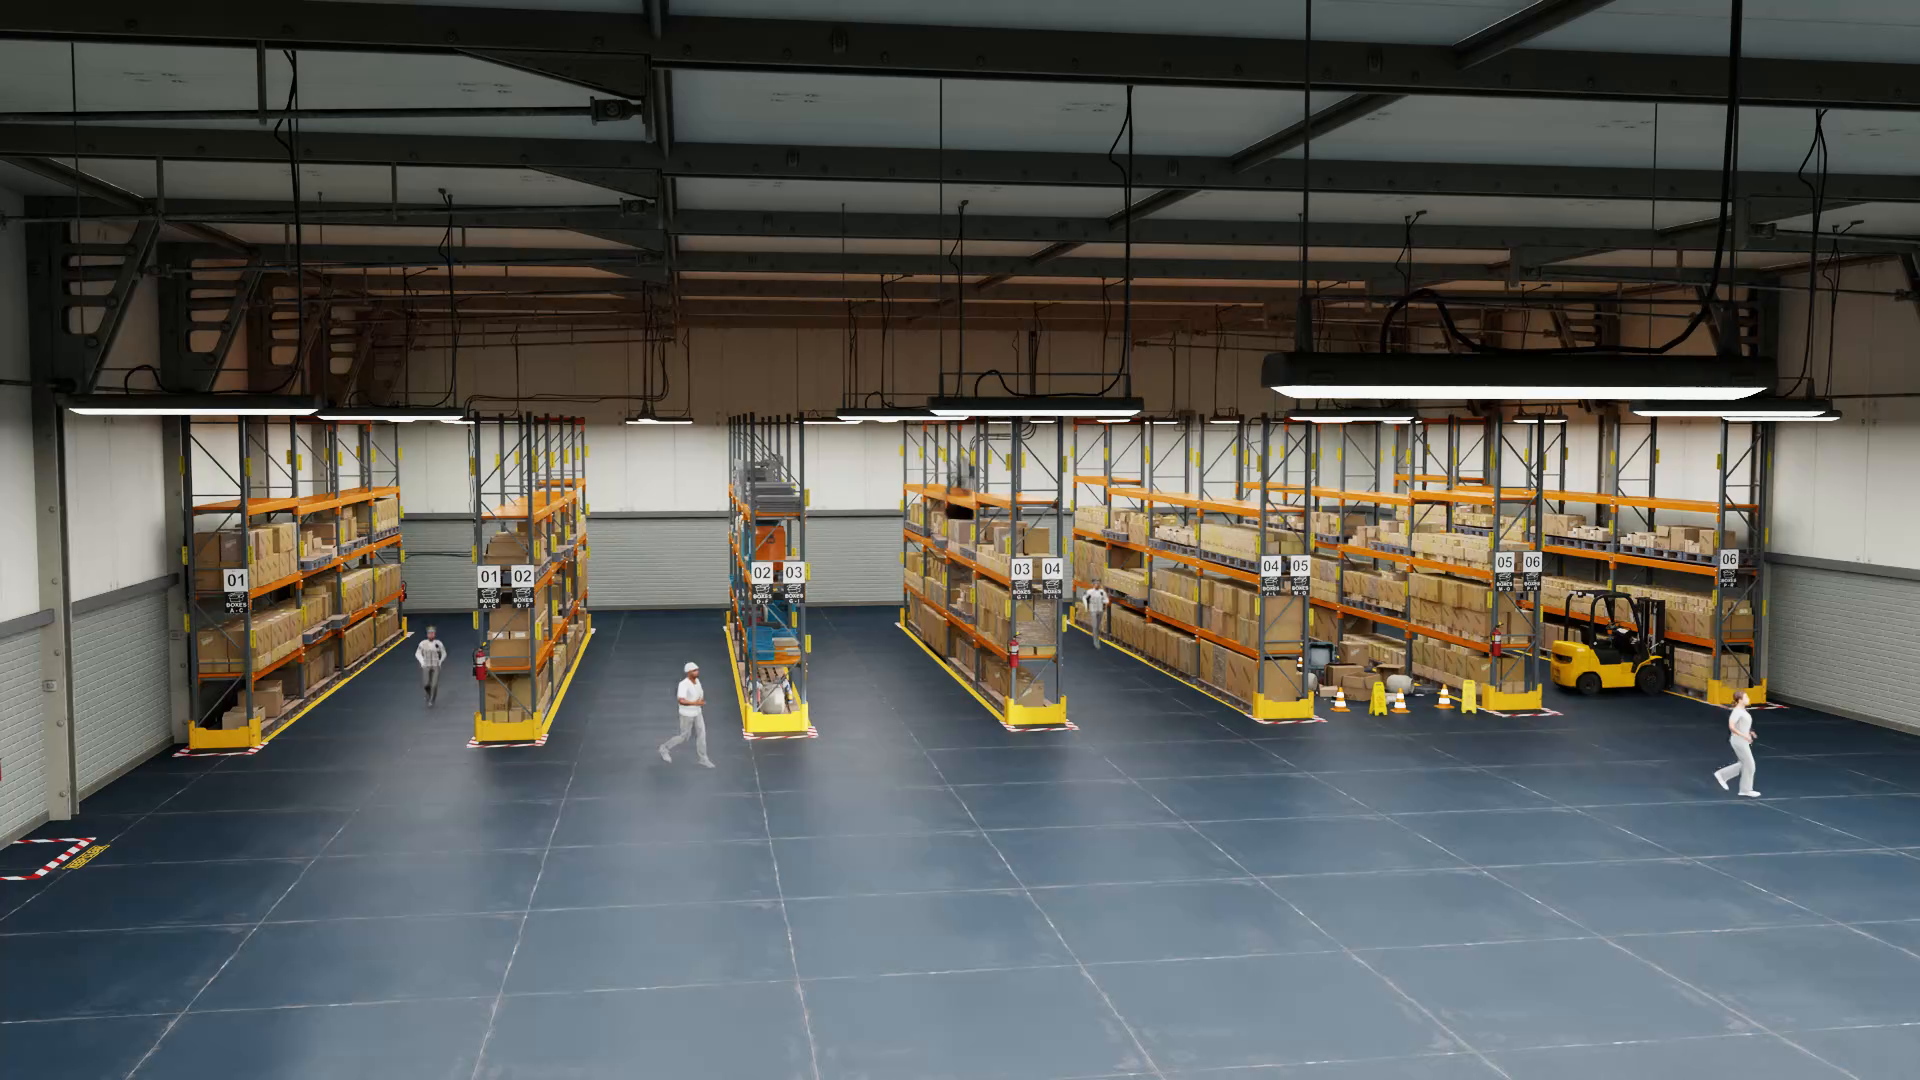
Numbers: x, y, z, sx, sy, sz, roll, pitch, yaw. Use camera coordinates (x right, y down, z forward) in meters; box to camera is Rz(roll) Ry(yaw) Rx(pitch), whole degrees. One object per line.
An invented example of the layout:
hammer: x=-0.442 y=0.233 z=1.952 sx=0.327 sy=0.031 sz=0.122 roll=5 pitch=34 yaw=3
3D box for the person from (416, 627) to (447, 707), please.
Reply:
person: x=-10.798 y=2.585 z=33.973 sx=0.599 sy=1.652 sz=0.522 roll=-1 pitch=4 yaw=-17

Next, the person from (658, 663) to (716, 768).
person: x=-4.570 y=2.936 z=27.969 sx=0.980 sy=1.773 sz=0.710 roll=1 pitch=4 yaw=20

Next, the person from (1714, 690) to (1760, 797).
person: x=12.085 y=3.145 z=25.825 sx=0.676 sy=1.639 sz=0.591 roll=2 pitch=5 yaw=32

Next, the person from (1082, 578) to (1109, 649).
person: x=3.365 y=1.790 z=40.919 sx=0.606 sy=1.720 sz=0.862 roll=-1 pitch=4 yaw=-11

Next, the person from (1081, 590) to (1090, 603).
person: x=3.921 y=1.540 z=49.743 sx=0.692 sy=1.631 sz=0.614 roll=1 pitch=4 yaw=17
